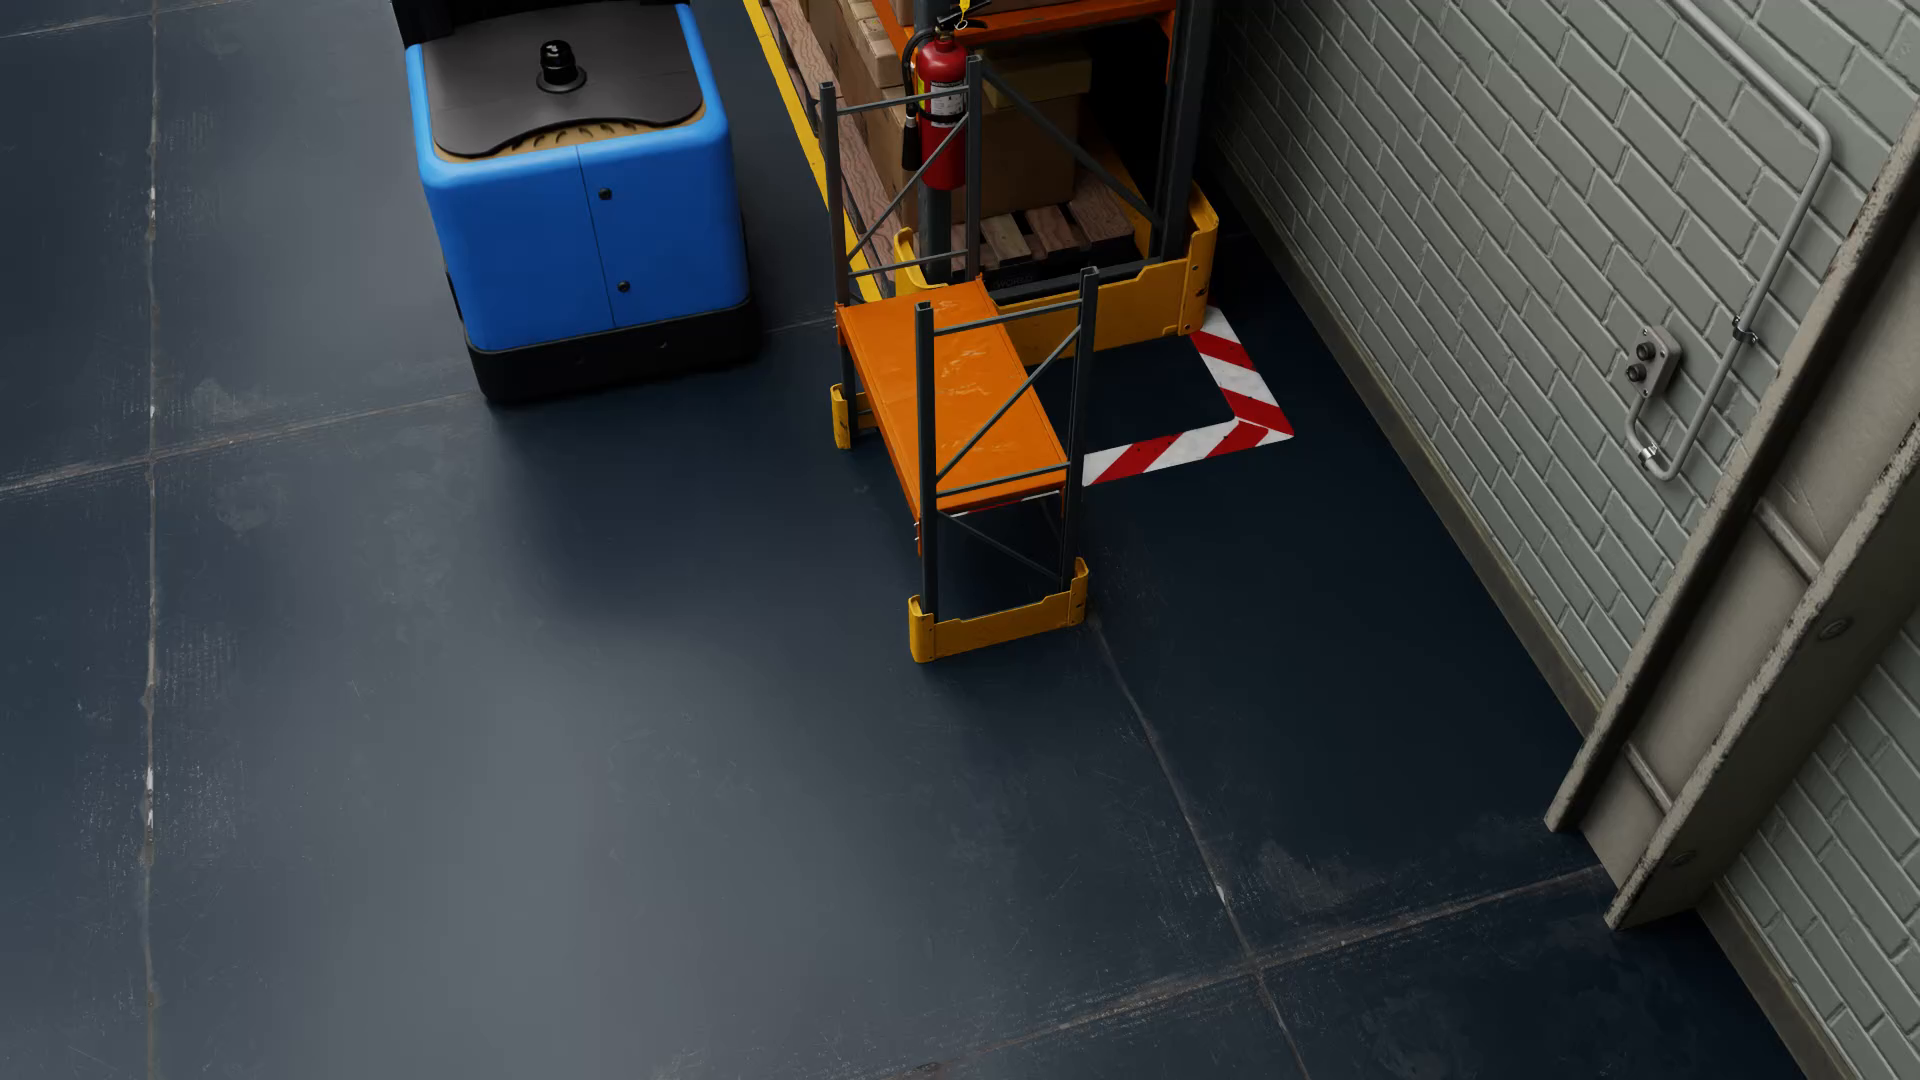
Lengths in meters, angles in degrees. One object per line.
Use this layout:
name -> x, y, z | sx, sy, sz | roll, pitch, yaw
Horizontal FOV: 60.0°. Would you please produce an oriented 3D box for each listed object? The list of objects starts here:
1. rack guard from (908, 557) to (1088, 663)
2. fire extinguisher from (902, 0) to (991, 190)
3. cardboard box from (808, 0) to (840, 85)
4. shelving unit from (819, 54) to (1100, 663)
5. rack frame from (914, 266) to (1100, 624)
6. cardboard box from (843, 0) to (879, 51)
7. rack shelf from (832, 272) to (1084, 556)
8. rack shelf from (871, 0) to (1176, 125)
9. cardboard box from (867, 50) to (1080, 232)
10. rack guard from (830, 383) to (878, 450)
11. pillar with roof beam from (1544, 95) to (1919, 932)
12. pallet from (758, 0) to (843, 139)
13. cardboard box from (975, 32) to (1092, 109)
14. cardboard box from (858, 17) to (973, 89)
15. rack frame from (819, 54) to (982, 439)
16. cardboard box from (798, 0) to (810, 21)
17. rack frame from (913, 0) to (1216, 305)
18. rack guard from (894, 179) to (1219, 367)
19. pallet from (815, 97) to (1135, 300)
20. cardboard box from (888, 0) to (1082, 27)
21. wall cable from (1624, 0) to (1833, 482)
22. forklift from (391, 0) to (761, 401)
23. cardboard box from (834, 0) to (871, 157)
rack guard -> 0.125, 0.227, 5.395 | 0.587, 0.250, 0.087 | -13, 51, -11
fire extinguisher -> -0.050, -1.432, 5.290 | 0.296, 0.674, 0.183 | -13, 51, -11
cardboard box -> -0.253, -2.343, 7.124 | 0.700, 0.500, 0.500 | -15, 51, -12
shelving unit -> -0.023, -0.539, 5.223 | 0.587, 1.500, 1.083 | -13, 51, -11
rack frame -> 0.125, -0.174, 4.916 | 0.500, 1.500, 0.032 | -13, 51, -11
cardboard box -> -0.244, -2.059, 6.460 | 0.380, 0.149, 0.250 | -12, 51, -10
rack shelf -> -0.025, -0.430, 5.367 | 0.538, 0.185, 1.000 | -13, 51, -11
rack shelf -> -0.245, -3.021, 6.805 | 1.077, 0.370, 4.000 | -13, 51, -11
cardboard box -> 0.044, -1.610, 6.506 | 0.700, 0.500, 0.500 | -13, 51, -11
rack guard -> -0.170, -0.500, 6.008 | 0.587, 0.250, 0.087 | -13, 51, -11
pillar with roof beam -> -2.141, -0.976, 0.687 | 9.100, 9.000, 0.400 | -13, 51, -11
pallet -> -0.322, -2.349, 7.592 | 1.003, 0.211, 1.213 | -13, 51, -11
cardboard box -> 0.272, -1.773, 6.219 | 0.380, 0.149, 0.250 | -13, 51, -11
cardboard box -> -0.168, -1.872, 6.302 | 0.380, 0.149, 0.250 | -14, 51, -11
rack frame -> -0.176, -0.917, 5.542 | 0.500, 1.500, 0.032 | -13, 51, -11
cardboard box -> -0.418, -2.731, 7.450 | 0.700, 0.500, 0.500 | -12, 51, -10
rack frame -> 0.347, -1.792, 5.299 | 1.000, 3.000, 0.127 | -13, 51, -11
rack guard -> 0.354, -0.969, 6.240 | 1.175, 0.500, 0.348 | -13, 51, -11
pallet -> 0.035, -1.460, 6.842 | 1.003, 0.211, 1.213 | -13, 51, -11
cardboard box -> 0.186, -2.259, 5.496 | 0.980, 0.700, 0.700 | -11, 51, -9
wall cable -> 1.629, -1.398, 4.302 | 0.084, 1.984, 1.851 | -13, 51, -11
forklift -> -1.650, -2.609, 6.032 | 1.130, 2.935, 3.031 | -12, 51, -10
cardboard box -> -0.104, -1.976, 6.814 | 0.700, 0.500, 0.500 | -13, 51, -11
